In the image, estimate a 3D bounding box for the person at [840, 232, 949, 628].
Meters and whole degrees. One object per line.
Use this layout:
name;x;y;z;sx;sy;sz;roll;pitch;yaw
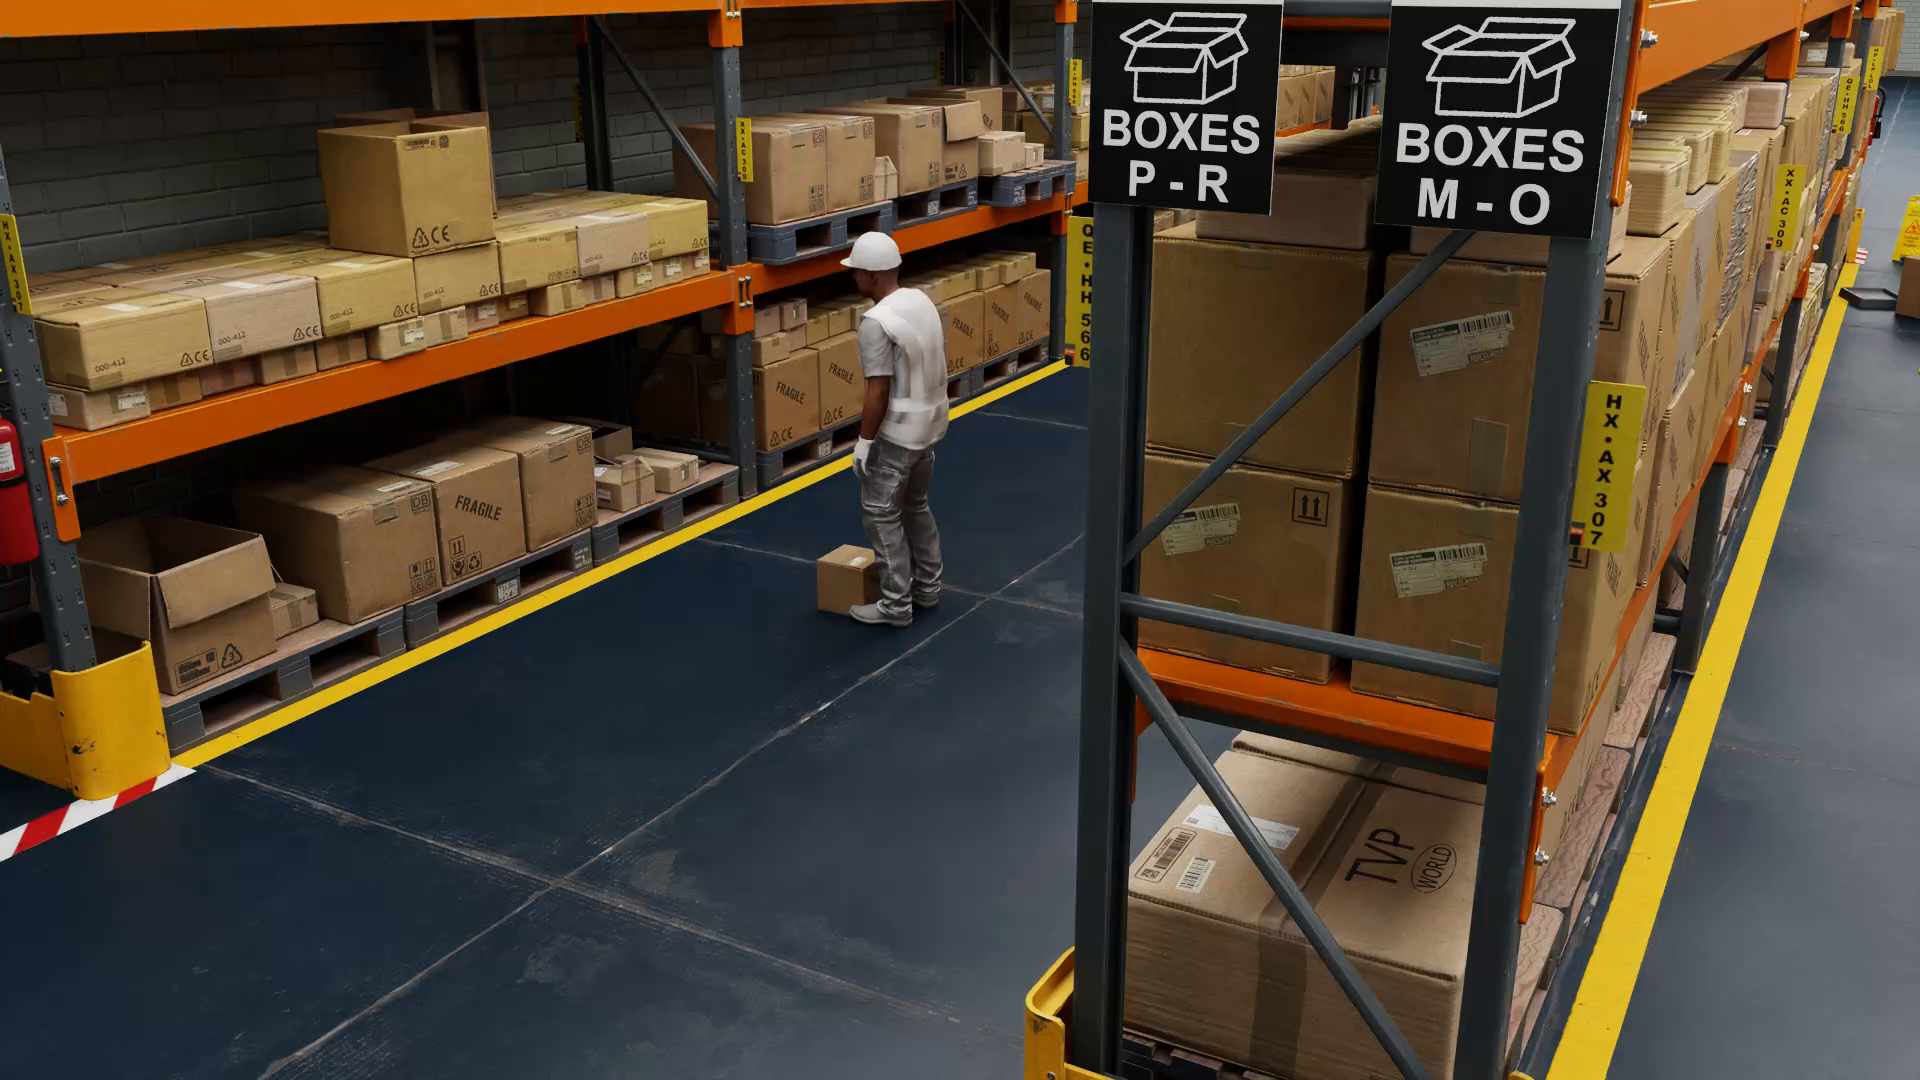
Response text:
person;-0.294;-0.488;7.450;0.451;1.773;0.625;9;21;24
